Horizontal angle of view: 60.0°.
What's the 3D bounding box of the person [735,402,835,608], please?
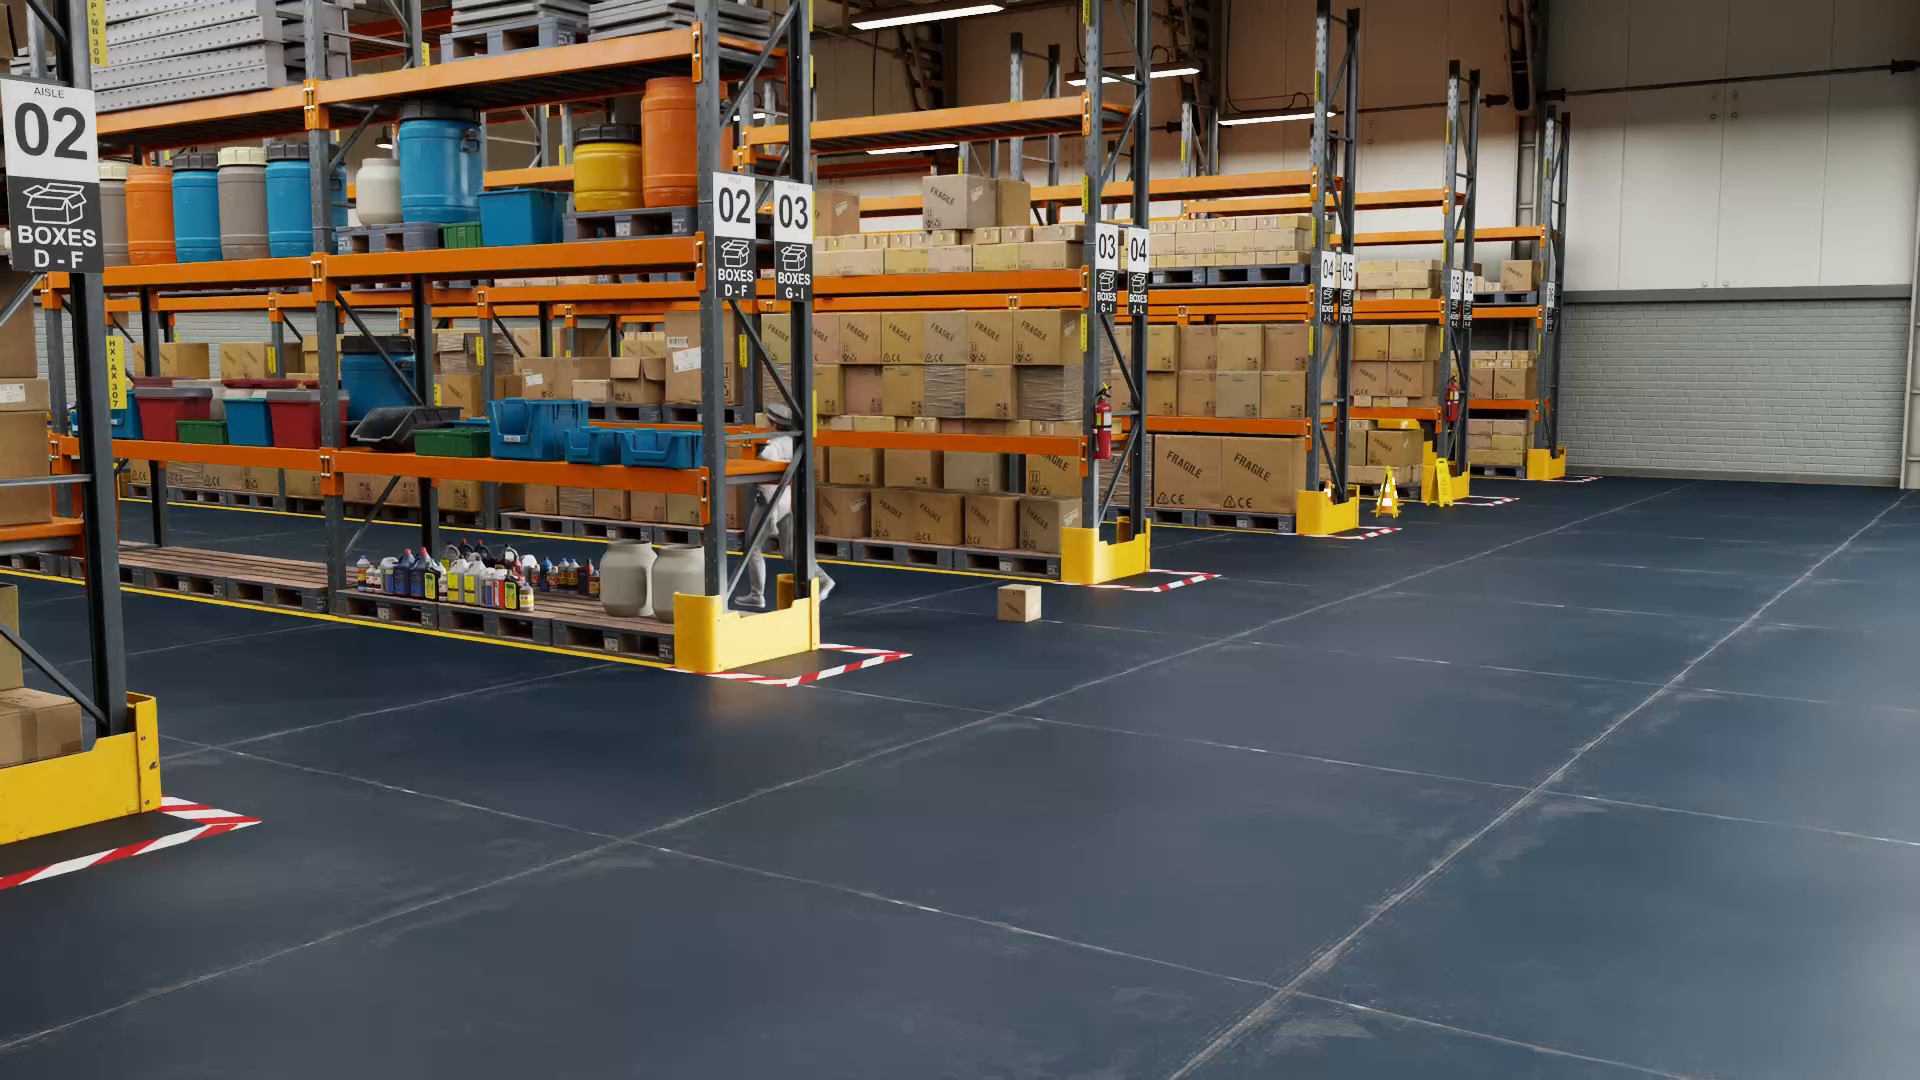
[{"bbox_3d":[-1.418,-0.272,13.227,0.874,1.642,0.486,4,7,31],"label":"person"}]
